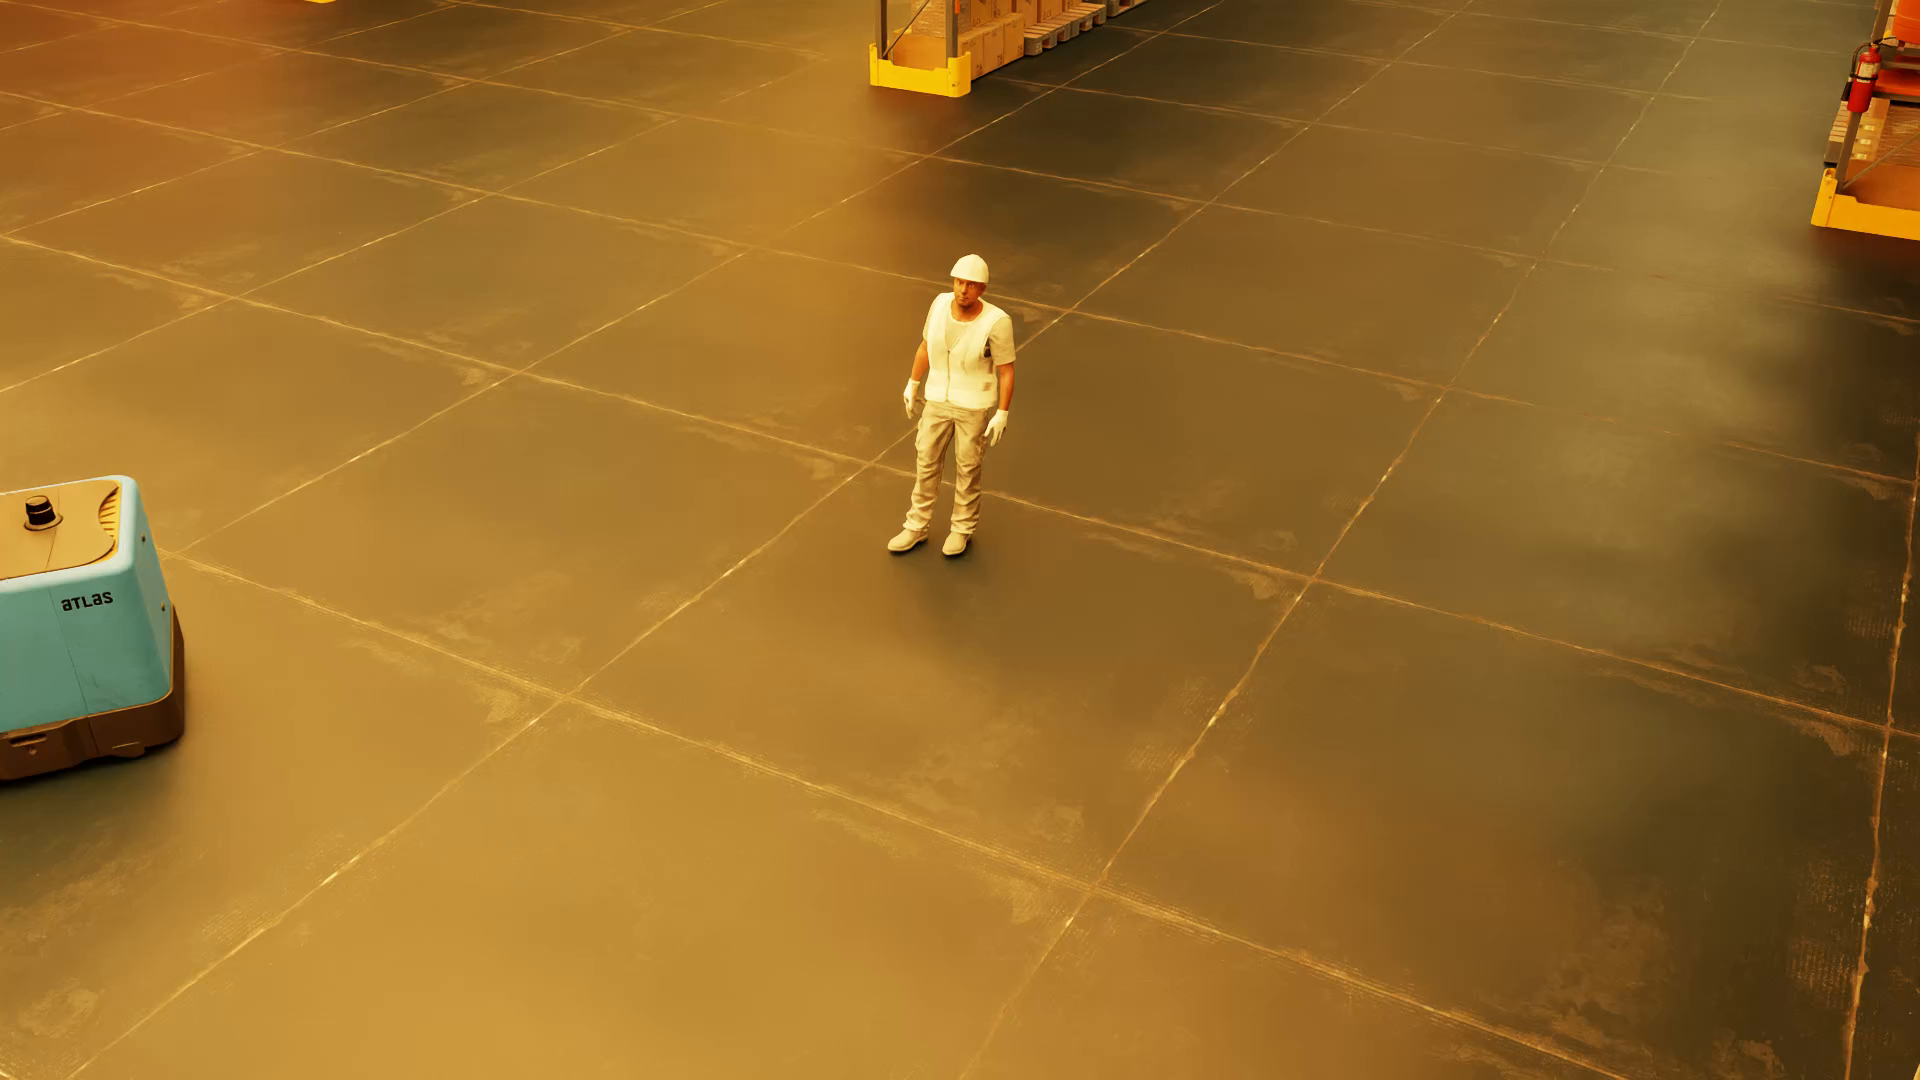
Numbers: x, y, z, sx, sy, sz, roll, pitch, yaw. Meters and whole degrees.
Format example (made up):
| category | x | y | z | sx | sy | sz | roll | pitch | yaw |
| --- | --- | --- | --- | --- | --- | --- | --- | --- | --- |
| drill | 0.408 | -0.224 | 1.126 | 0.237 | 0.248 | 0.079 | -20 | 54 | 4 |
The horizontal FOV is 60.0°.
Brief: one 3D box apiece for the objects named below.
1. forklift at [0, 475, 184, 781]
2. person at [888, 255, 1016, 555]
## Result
| category | x | y | z | sx | sy | sz | roll | pitch | yaw |
| --- | --- | --- | --- | --- | --- | --- | --- | --- | --- |
| forklift | -5.409 | -0.186 | 7.393 | 3.031 | 2.935 | 1.130 | -11 | 32 | -19 |
| person | -0.043 | -0.750 | 9.503 | 0.656 | 1.782 | 0.577 | 15 | 33 | 25 |
